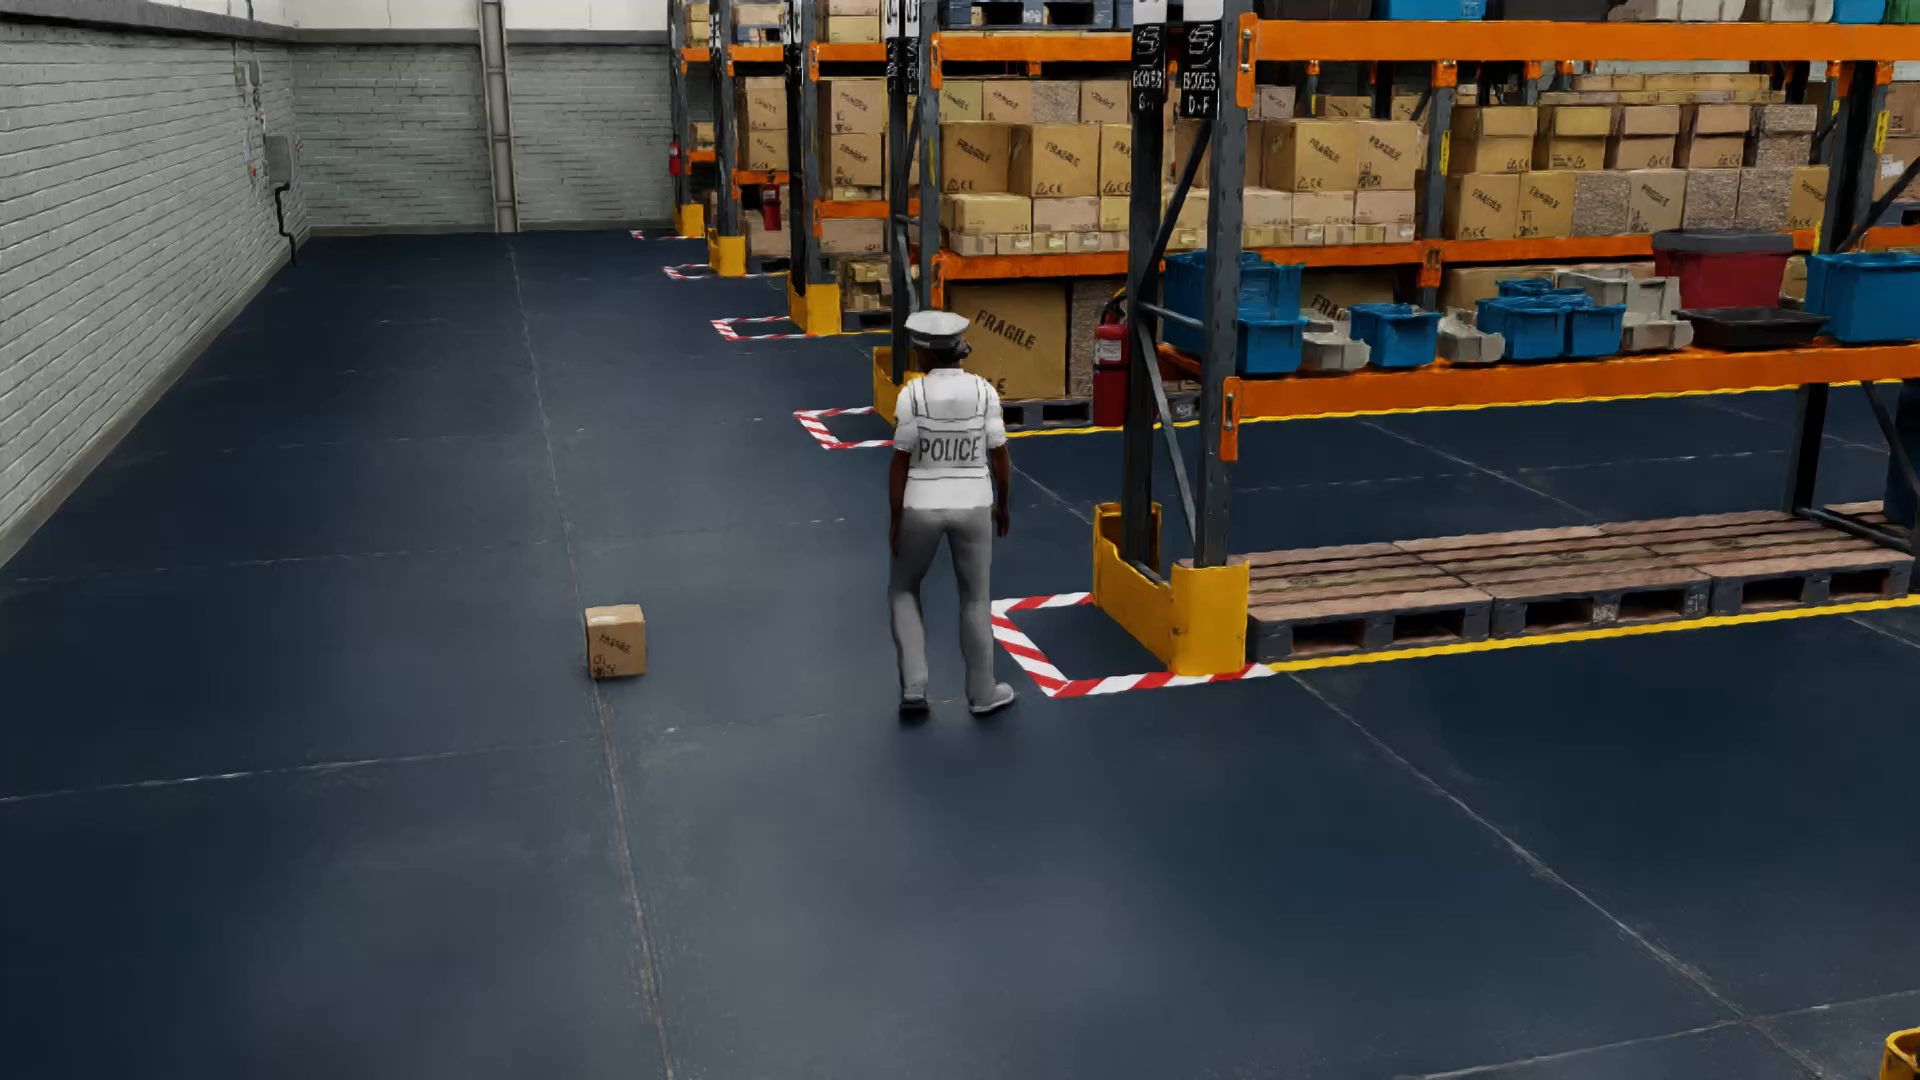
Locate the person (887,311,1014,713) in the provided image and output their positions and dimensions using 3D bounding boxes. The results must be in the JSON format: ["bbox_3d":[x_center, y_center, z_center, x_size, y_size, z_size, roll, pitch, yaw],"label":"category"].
[{"bbox_3d":[-0.027,-0.089,6.809,0.537,1.675,0.367,-2,16,-7],"label":"person"}]
